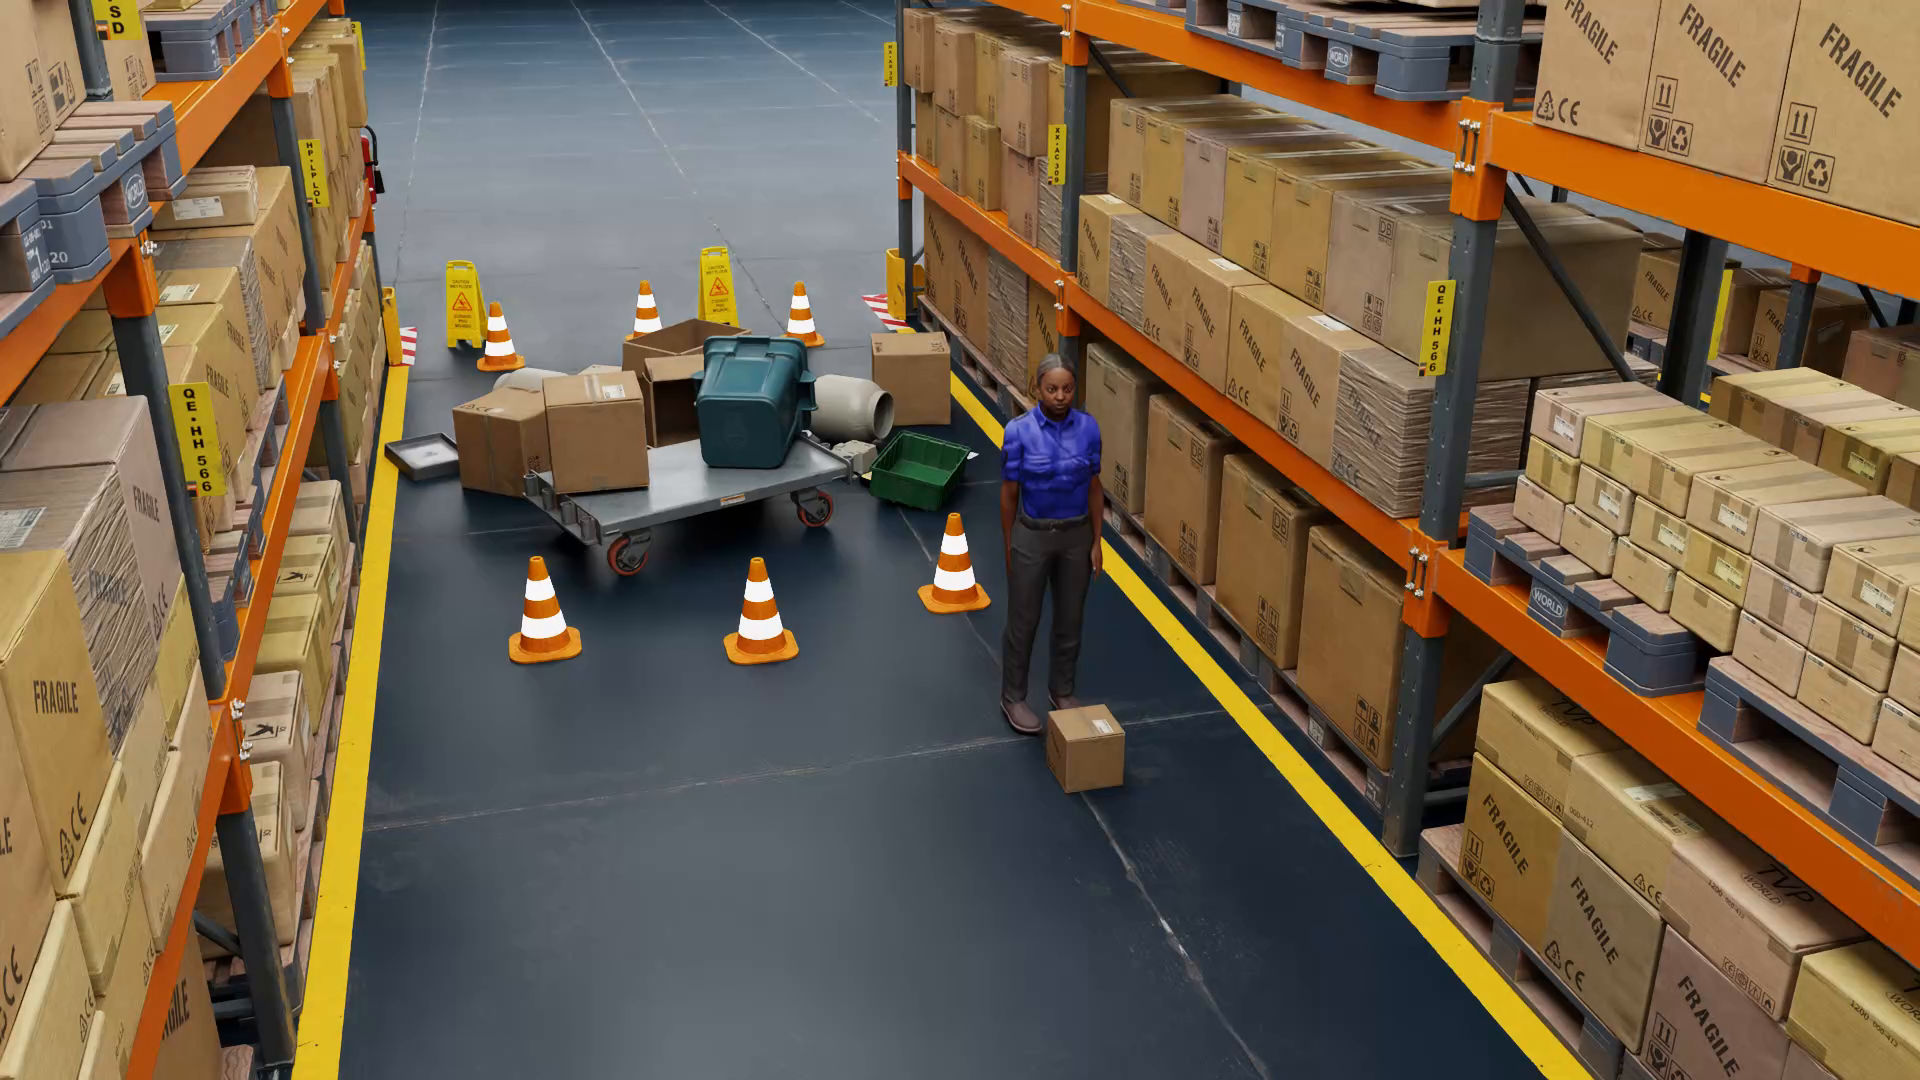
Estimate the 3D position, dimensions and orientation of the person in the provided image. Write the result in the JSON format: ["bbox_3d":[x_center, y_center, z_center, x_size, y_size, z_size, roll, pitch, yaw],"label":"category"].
[{"bbox_3d":[0.390,0.018,7.034,0.442,1.661,0.307,-6,24,-14],"label":"person"}]
